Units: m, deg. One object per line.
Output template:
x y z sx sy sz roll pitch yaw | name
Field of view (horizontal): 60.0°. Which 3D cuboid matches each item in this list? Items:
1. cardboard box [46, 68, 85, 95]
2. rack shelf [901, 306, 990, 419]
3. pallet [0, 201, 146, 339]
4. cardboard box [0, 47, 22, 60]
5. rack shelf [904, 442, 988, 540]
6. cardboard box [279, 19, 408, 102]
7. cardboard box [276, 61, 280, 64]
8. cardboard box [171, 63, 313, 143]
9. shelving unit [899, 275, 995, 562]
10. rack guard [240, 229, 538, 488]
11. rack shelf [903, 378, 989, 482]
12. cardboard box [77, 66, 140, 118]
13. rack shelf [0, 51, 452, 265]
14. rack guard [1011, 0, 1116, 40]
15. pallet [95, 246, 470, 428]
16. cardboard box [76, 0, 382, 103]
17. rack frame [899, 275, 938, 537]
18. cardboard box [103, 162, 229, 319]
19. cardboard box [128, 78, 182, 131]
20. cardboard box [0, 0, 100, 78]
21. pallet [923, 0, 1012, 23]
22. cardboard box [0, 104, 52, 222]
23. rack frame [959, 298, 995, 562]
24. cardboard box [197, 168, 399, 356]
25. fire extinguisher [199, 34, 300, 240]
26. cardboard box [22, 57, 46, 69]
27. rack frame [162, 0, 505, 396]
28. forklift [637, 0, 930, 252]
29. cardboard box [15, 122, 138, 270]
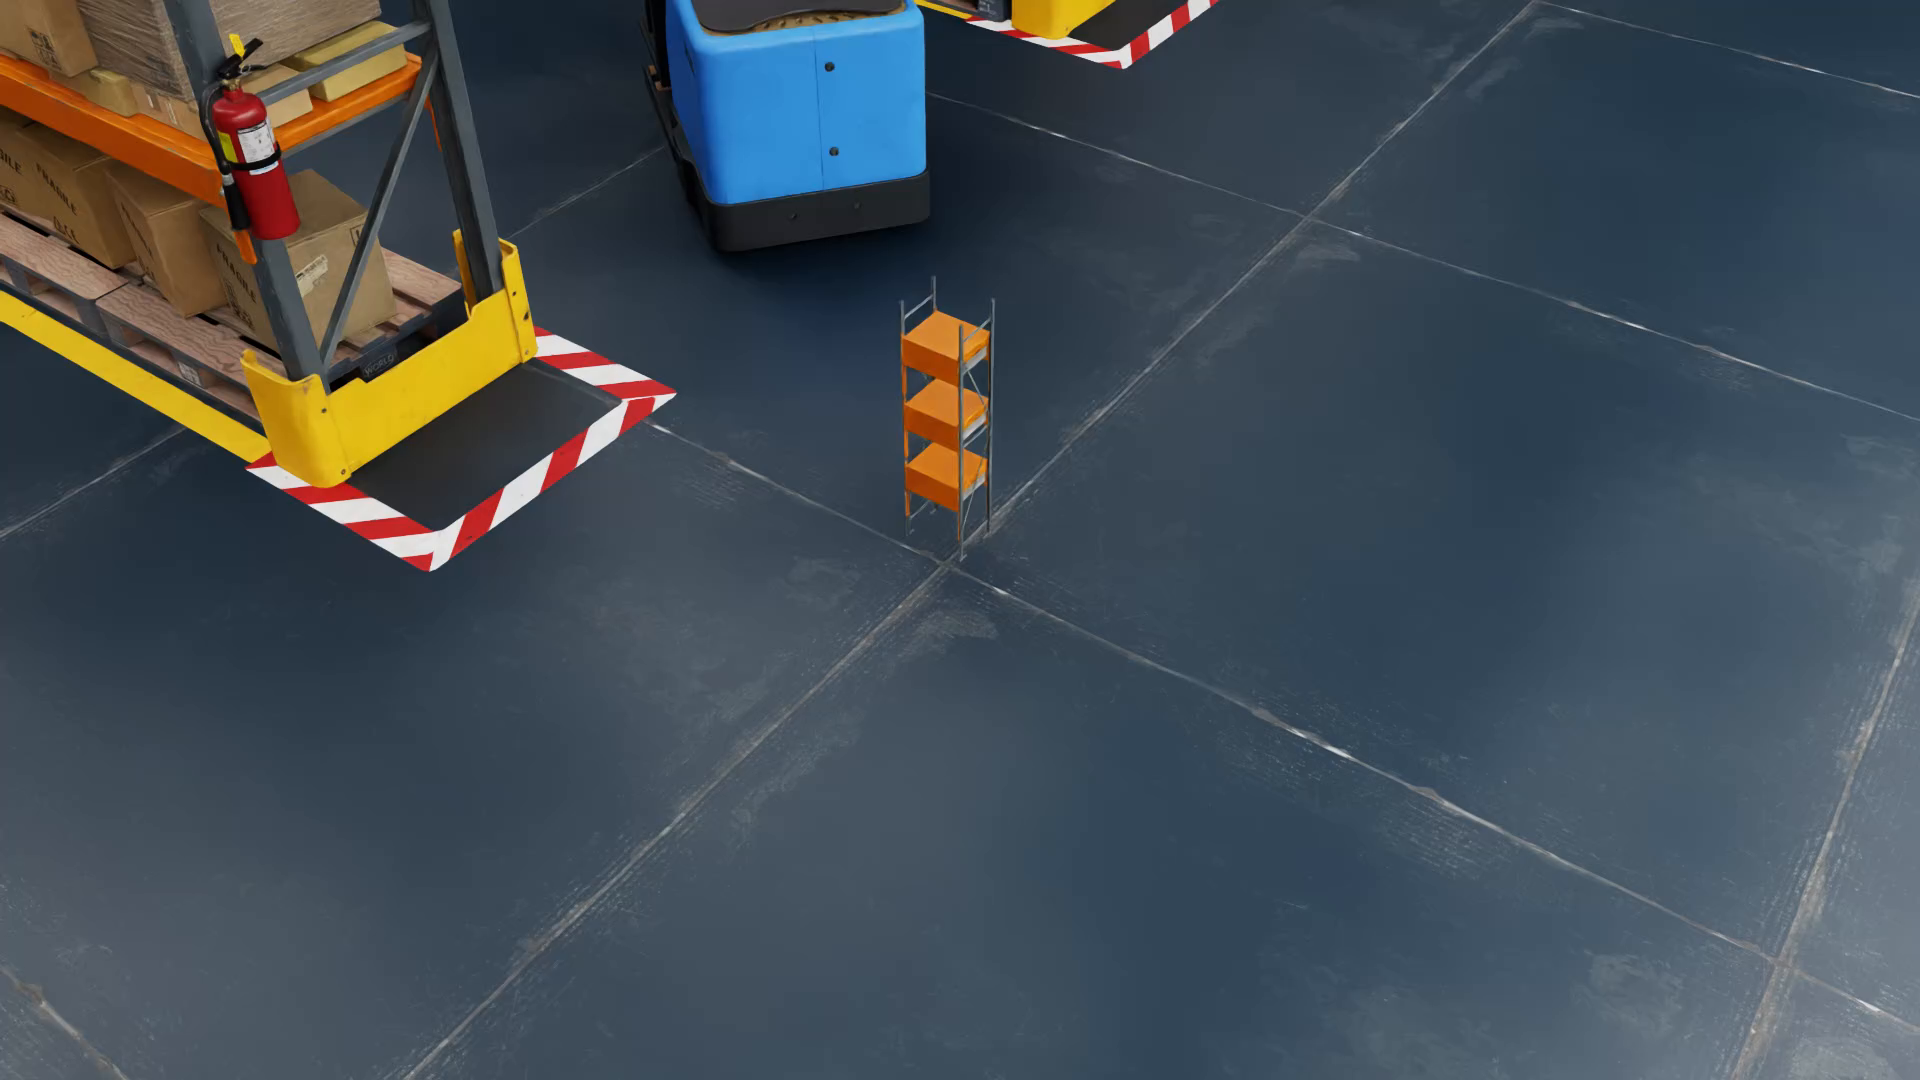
-3.192 -1.828 6.232 0.250 0.149 0.380 25 48 25 | cardboard box
-0.044 -0.615 5.741 0.240 0.259 0.215 25 48 25 | rack shelf
-3.907 -1.445 7.707 1.213 0.211 1.003 25 48 25 | pallet
-3.590 -2.030 6.457 0.250 0.149 0.380 25 48 25 | cardboard box
-0.044 -0.197 6.115 0.240 0.259 0.215 25 48 25 | rack shelf
-2.302 -1.803 6.204 0.250 0.149 0.380 25 48 25 | cardboard box
-2.496 -1.909 6.323 0.250 0.149 0.380 25 48 25 | cardboard box
-2.557 -1.560 5.933 0.250 0.149 0.380 25 48 25 | cardboard box
-0.044 -0.412 5.923 0.252 1.050 0.215 25 48 25 | shelving unit
-2.268 -0.755 6.719 0.348 0.500 1.175 25 48 25 | rack guard
-0.044 -0.404 5.930 0.240 0.259 0.215 25 48 25 | rack shelf
-2.996 -1.724 6.116 0.250 0.149 0.380 25 48 25 | cardboard box
-3.843 -2.155 6.949 4.000 0.370 1.077 25 48 25 | rack shelf
0.745 -3.386 9.659 0.348 0.500 1.175 25 48 25 | rack guard
-2.913 -0.978 7.184 1.213 0.211 1.003 25 48 25 | pallet
-2.640 -2.031 5.972 0.500 0.500 0.875 25 48 25 | cardboard box
-0.144 -0.458 5.975 0.008 1.050 0.200 25 48 25 | rack frame
-3.216 -1.341 7.059 0.500 0.500 0.500 -29 49 -28 | cardboard box
-2.762 -1.656 6.040 0.250 0.149 0.380 25 48 25 | cardboard box
-3.118 -2.157 6.113 0.500 0.500 0.875 25 48 25 | cardboard box
0.026 -3.551 10.060 1.213 0.211 1.003 25 48 25 | pallet
-4.149 -1.829 7.604 0.500 0.500 0.500 21 46 22 | cardboard box
0.056 -0.365 5.871 0.008 1.050 0.200 25 48 25 | rack frame
-2.707 -1.131 6.824 0.500 0.500 0.500 -33 51 -31 | cardboard box
-2.376 -1.333 5.548 0.183 0.674 0.296 25 48 25 | fire extinguisher
-3.373 -1.946 6.364 0.250 0.149 0.380 25 48 25 | cardboard box
-2.205 -1.657 5.853 0.127 3.000 1.000 25 48 25 | rack frame
-1.057 -3.408 7.861 1.130 2.935 3.031 -11 43 -13 | forklift
-3.718 -1.591 7.338 0.500 0.500 0.500 30 50 29 | cardboard box
